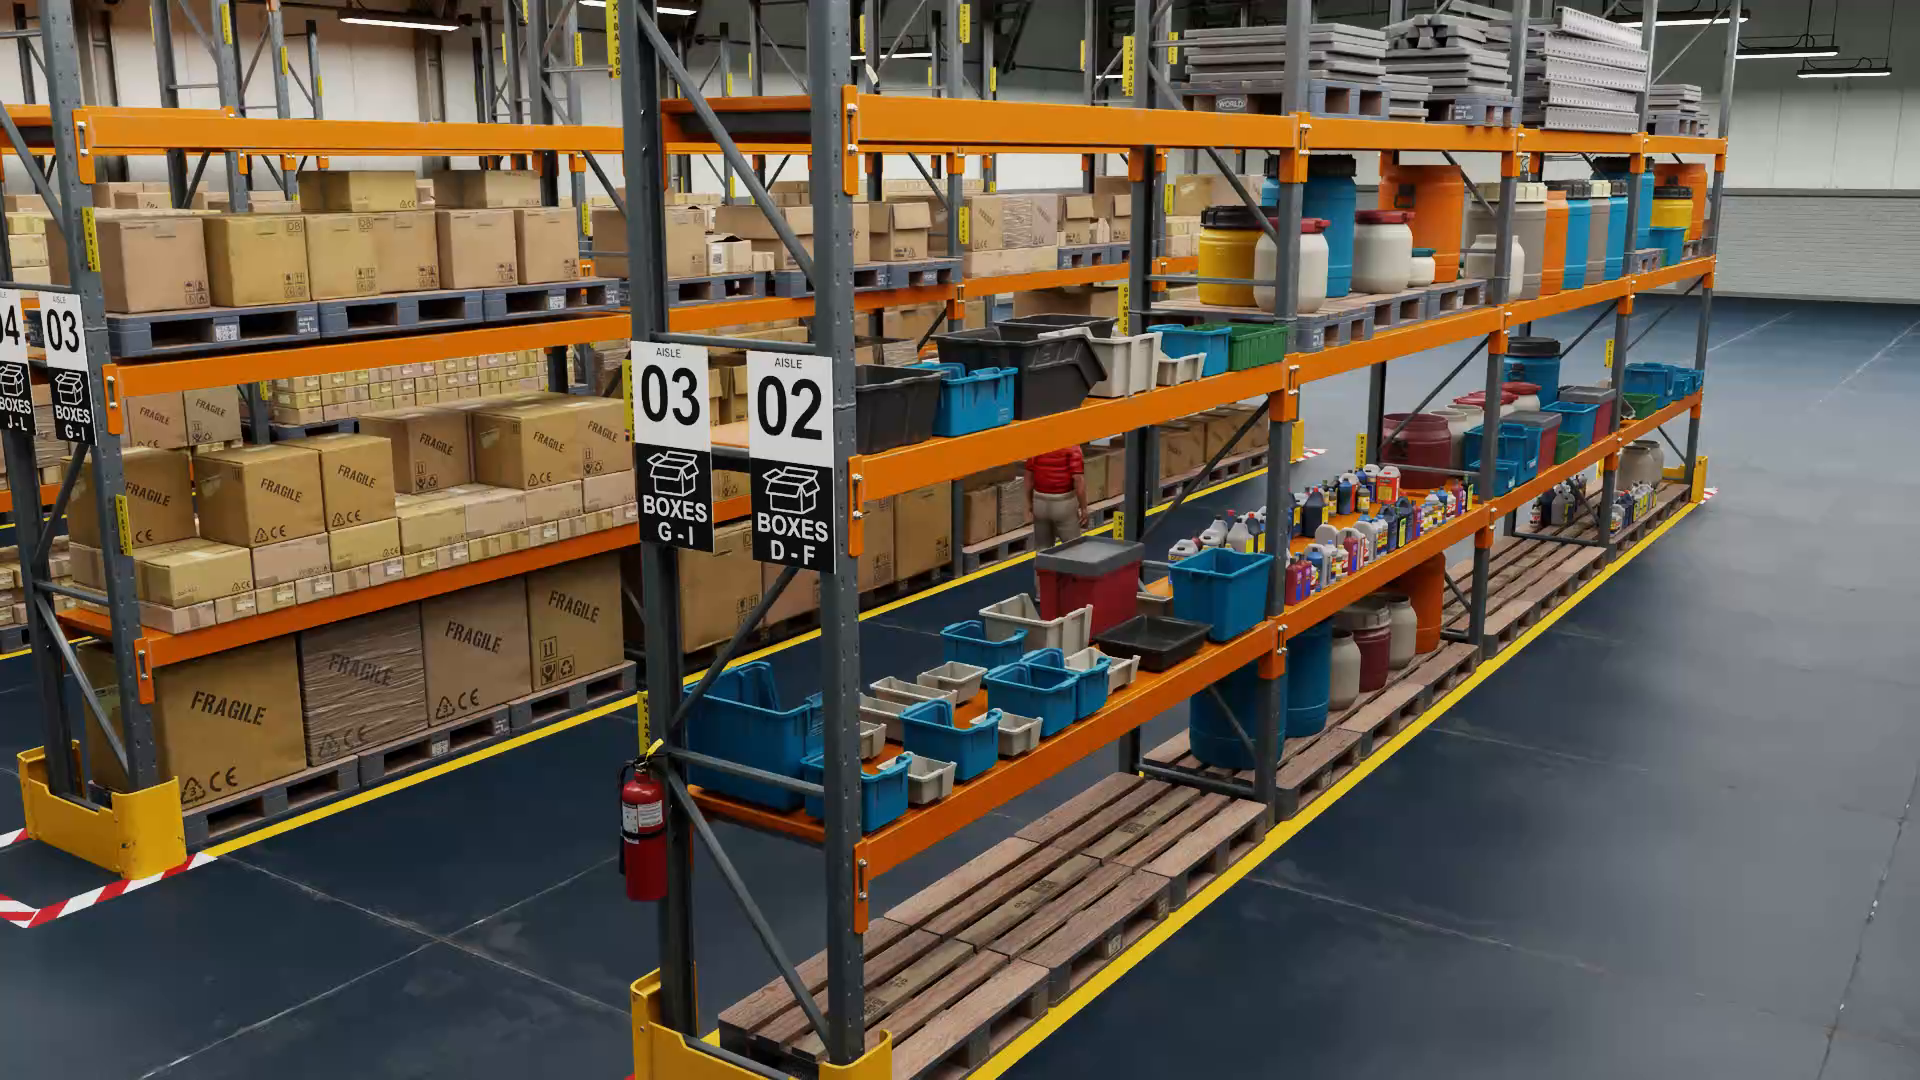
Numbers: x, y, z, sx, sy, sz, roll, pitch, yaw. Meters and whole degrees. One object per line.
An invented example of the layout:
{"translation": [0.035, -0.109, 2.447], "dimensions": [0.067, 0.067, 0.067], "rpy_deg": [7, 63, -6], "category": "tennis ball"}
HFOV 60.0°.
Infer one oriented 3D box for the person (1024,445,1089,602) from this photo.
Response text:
{"translation": [0.860, -0.286, 14.760], "dimensions": [0.606, 1.728, 0.386], "rpy_deg": [8, 15, 30], "category": "person"}
